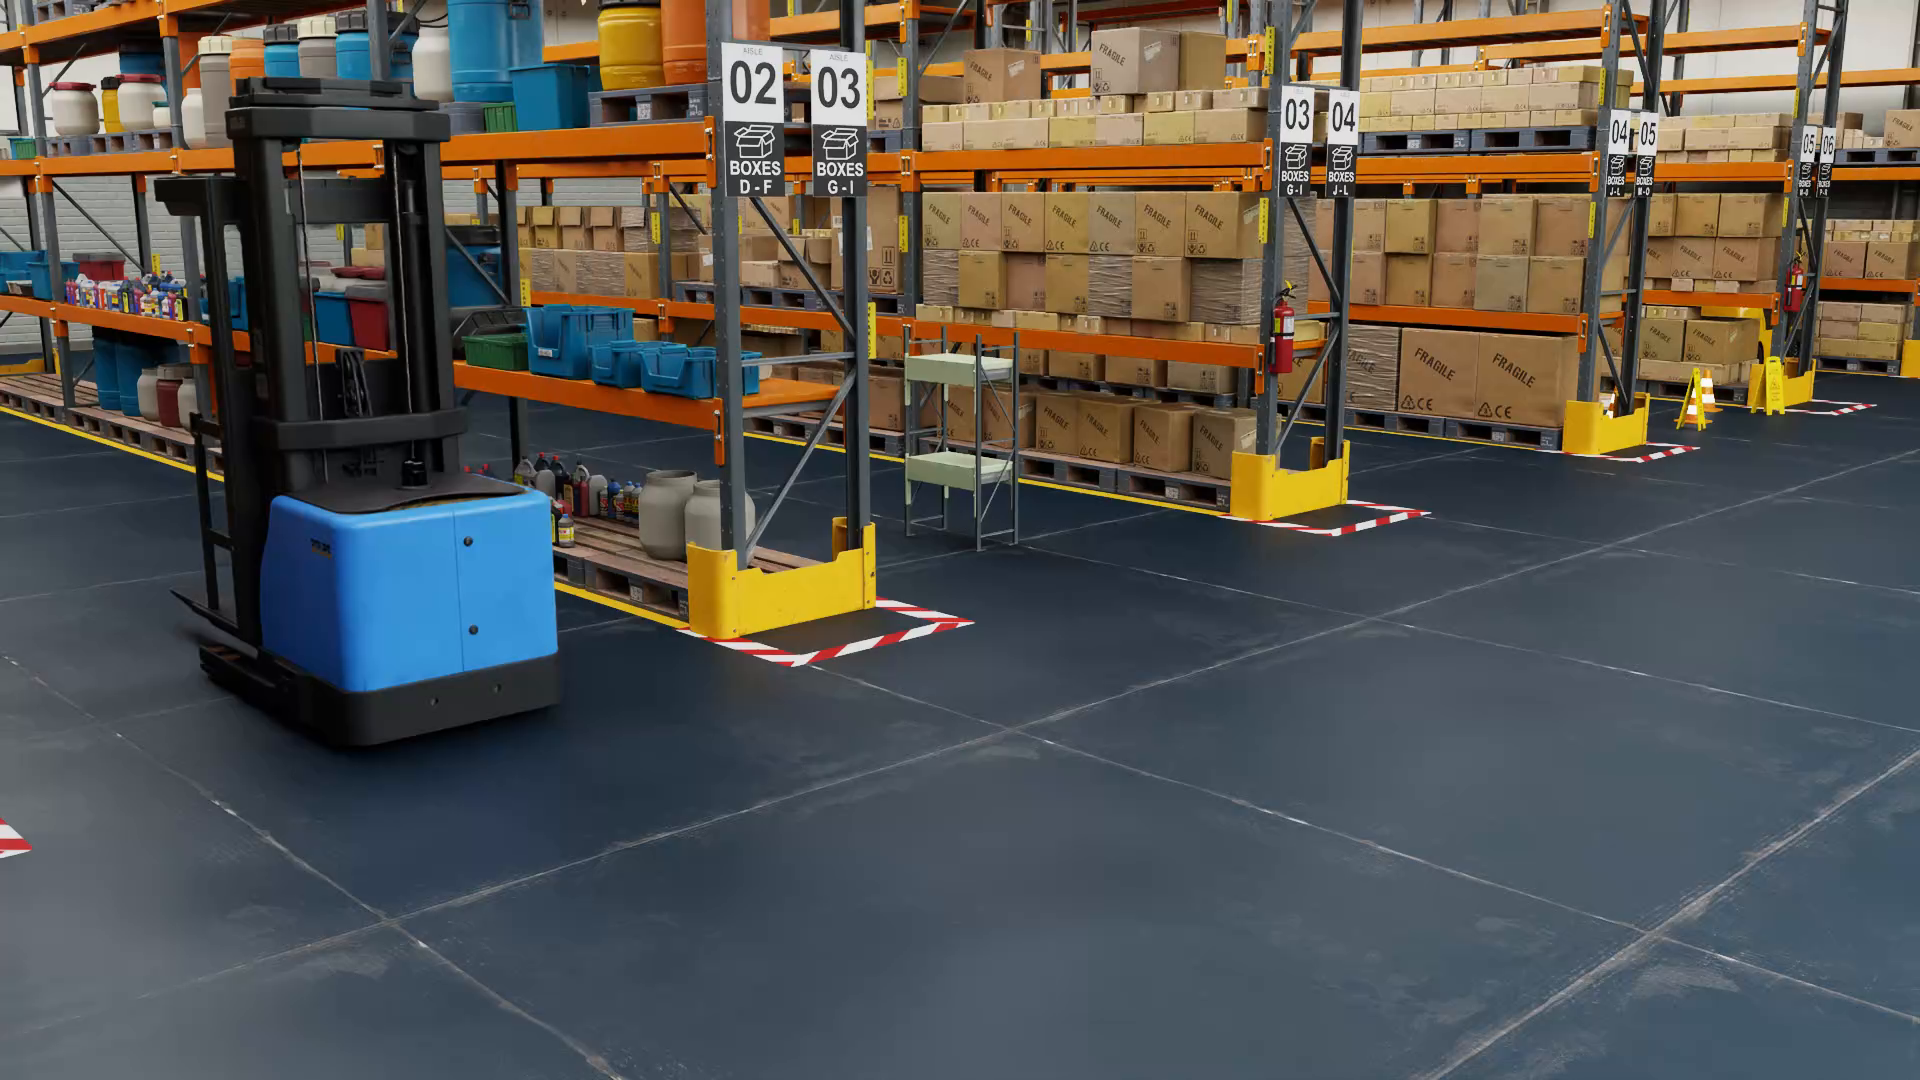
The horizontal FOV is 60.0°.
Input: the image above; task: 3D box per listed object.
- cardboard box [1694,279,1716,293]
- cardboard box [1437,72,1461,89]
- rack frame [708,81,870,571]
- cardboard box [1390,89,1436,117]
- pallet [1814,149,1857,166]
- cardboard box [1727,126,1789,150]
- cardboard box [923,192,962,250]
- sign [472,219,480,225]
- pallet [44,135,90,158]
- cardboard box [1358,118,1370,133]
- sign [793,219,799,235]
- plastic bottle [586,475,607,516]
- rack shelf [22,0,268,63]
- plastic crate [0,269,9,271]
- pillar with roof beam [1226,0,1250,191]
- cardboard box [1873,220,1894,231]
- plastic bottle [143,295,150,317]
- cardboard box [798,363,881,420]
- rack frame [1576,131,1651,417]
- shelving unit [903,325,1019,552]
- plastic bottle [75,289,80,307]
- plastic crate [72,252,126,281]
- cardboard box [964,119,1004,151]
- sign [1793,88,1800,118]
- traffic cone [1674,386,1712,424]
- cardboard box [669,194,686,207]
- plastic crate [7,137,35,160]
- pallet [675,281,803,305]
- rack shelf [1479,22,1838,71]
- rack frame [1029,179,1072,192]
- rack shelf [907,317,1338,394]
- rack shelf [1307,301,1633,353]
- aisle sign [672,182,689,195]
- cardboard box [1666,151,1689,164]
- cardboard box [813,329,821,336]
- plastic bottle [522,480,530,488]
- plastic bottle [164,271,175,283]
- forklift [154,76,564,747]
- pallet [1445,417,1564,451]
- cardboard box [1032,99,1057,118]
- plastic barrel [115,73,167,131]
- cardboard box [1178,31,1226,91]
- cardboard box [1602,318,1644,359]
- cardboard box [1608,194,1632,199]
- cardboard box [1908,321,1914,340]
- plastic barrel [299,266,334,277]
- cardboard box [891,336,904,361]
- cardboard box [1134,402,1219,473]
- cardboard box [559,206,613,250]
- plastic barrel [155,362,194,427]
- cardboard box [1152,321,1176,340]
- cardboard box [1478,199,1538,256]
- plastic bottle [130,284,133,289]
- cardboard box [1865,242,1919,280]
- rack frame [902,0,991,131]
[{"bbox_3d":[8.986,-3.047,19.892,0.380,0.149,0.250,-11,16,-44],"label":"cardboard box"},{"bbox_3d":[4.950,-4.558,16.526,0.380,0.149,0.250,-11,16,-43],"label":"cardboard box"},{"bbox_3d":[-0.934,-1.013,9.393,1.000,3.000,0.127,-11,16,-43],"label":"rack frame"},{"bbox_3d":[4.727,-4.428,16.882,0.500,0.250,0.500,-11,16,-42],"label":"cardboard box"},{"bbox_3d":[12.087,-5.487,23.895,1.003,0.211,1.213,-11,16,-43],"label":"pallet"},{"bbox_3d":[9.267,-4.662,19.309,0.500,0.250,0.500,-11,16,-43],"label":"cardboard box"},{"bbox_3d":[0.013,-2.870,14.945,0.500,0.500,0.500,-11,16,-43],"label":"cardboard box"},{"bbox_3d":[-6.039,-3.839,20.772,0.100,0.325,0.005,-11,16,-43],"label":"sign"},{"bbox_3d":[-8.609,-4.040,17.121,1.213,0.211,1.003,-11,16,-43],"label":"pallet"},{"bbox_3d":[4.253,-4.315,17.323,0.380,0.149,0.250,-11,16,-43],"label":"cardboard box"},{"bbox_3d":[-2.369,-4.478,24.067,0.100,0.325,0.005,-11,16,-43],"label":"sign"},{"bbox_3d":[-2.578,-0.325,11.713,0.152,0.276,0.135,-11,16,-42],"label":"plastic bottle"},{"bbox_3d":[-7.840,-4.862,15.984,1.077,0.370,4.000,-11,16,-43],"label":"rack shelf"},{"bbox_3d":[-11.596,-3.117,19.874,0.416,0.233,0.300,-11,16,-43],"label":"plastic crate"},{"bbox_3d":[2.174,-8.093,28.892,9.100,9.000,0.548,-11,16,-43],"label":"pillar with roof beam"},{"bbox_3d":[12.811,-4.343,22.965,0.380,0.149,0.250,-11,16,-42],"label":"cardboard box"},{"bbox_3d":[-7.676,-2.221,15.749,0.097,0.201,0.097,0,12,0],"label":"plastic bottle"},{"bbox_3d":[-1.225,-1.524,16.980,0.500,0.500,0.700,10,15,40],"label":"cardboard box"},{"bbox_3d":[6.305,-2.379,16.026,1.000,3.000,0.127,-11,16,-43],"label":"rack frame"},{"bbox_3d":[0.005,-0.734,11.755,0.431,1.500,0.755,-11,16,-43],"label":"shelving unit"},{"bbox_3d":[-9.091,-2.520,17.201,0.097,0.201,0.097,0,12,0],"label":"plastic bottle"},{"bbox_3d":[-9.656,-2.990,18.683,0.402,0.464,0.583,-11,16,-43],"label":"plastic crate"},{"bbox_3d":[0.381,-3.504,14.426,0.500,0.250,0.500,-11,16,-43],"label":"cardboard box"},{"bbox_3d":[9.401,-4.912,18.693,0.100,0.325,0.005,-11,16,-43],"label":"sign"},{"bbox_3d":[8.018,-1.520,18.142,0.336,0.463,0.334,-11,16,-43],"label":"traffic cone"},{"bbox_3d":[-4.273,-5.223,26.368,0.500,0.500,0.500,-10,15,-41],"label":"cardboard box"},{"bbox_3d":[-10.080,-4.239,18.037,0.416,0.233,0.300,-11,16,-43],"label":"plastic crate"},{"bbox_3d":[-2.307,-2.687,17.997,1.213,0.211,1.003,-11,16,-43],"label":"pallet"},{"bbox_3d":[8.435,-5.960,20.330,1.077,0.370,4.000,-11,16,-43],"label":"rack shelf"},{"bbox_3d":[1.529,-4.835,27.946,1.000,3.000,0.127,-11,16,-43],"label":"rack frame"},{"bbox_3d":[1.267,-1.642,14.232,1.077,0.370,4.000,-11,16,-43],"label":"rack shelf"},{"bbox_3d":[4.924,-2.319,17.516,1.077,0.370,4.000,-11,16,-43],"label":"rack shelf"},{"bbox_3d":[-4.577,-6.040,27.353,0.394,0.787,0.004,-11,16,-43],"label":"aisle sign"},{"bbox_3d":[8.680,-4.594,19.966,0.380,0.149,0.250,-11,16,-43],"label":"cardboard box"},{"bbox_3d":[-2.000,-3.183,25.215,0.380,0.149,0.250,-10,15,-40],"label":"cardboard box"},{"bbox_3d":[-2.887,-0.222,11.030,0.144,0.351,0.185,-10,15,-40],"label":"plastic bottle"},{"bbox_3d":[-8.222,-2.624,17.338,0.144,0.351,0.185,-11,16,-43],"label":"plastic bottle"},{"bbox_3d":[-3.236,-0.760,8.337,1.130,2.935,3.031,-10,15,-41],"label":"forklift"},{"bbox_3d":[5.697,-1.119,16.821,1.003,0.211,1.213,-11,16,-43],"label":"pallet"},{"bbox_3d":[0.815,-3.602,13.912,0.380,0.149,0.250,-11,16,-44],"label":"cardboard box"},{"bbox_3d":[-7.792,-4.159,15.855,0.433,0.535,0.433,0,12,0],"label":"plastic barrel"},{"bbox_3d":[1.818,-3.866,13.584,0.500,0.500,0.500,-11,16,-43],"label":"cardboard box"},{"bbox_3d":[8.368,-2.541,20.726,0.500,0.500,0.500,11,16,44],"label":"cardboard box"},{"bbox_3d":[8.290,-4.039,20.622,0.700,0.500,0.500,-11,16,-43],"label":"cardboard box"},{"bbox_3d":[13.229,-2.977,23.464,0.500,0.250,0.500,-11,16,-42],"label":"cardboard box"},{"bbox_3d":[-5.594,-2.115,14.464,0.421,0.512,0.421,0,12,0],"label":"plastic barrel"},{"bbox_3d":[-0.596,-2.739,22.926,0.500,0.500,0.500,11,16,43],"label":"cardboard box"},{"bbox_3d":[1.792,-0.860,13.807,0.500,0.500,0.500,-6,13,-28],"label":"cardboard box"},{"bbox_3d":[-4.285,-3.712,19.762,0.797,0.503,0.637,-10,15,-41],"label":"cardboard box"},{"bbox_3d":[-7.589,-1.439,16.396,0.600,0.588,0.708,-11,16,-43],"label":"plastic barrel"},{"bbox_3d":[1.759,-1.697,13.338,0.380,0.149,0.250,-11,16,-43],"label":"cardboard box"},{"bbox_3d":[5.631,-3.109,16.518,0.875,0.550,0.550,-11,16,-43],"label":"cardboard box"},{"bbox_3d":[-8.012,-2.344,16.146,0.061,0.283,0.133,-11,16,-43],"label":"plastic bottle"},{"bbox_3d":[12.873,-3.860,22.967,0.500,0.500,0.500,-11,16,-44],"label":"cardboard box"},{"bbox_3d":[-0.114,-5.225,14.971,1.000,3.000,0.127,-11,16,-43],"label":"rack frame"}]
